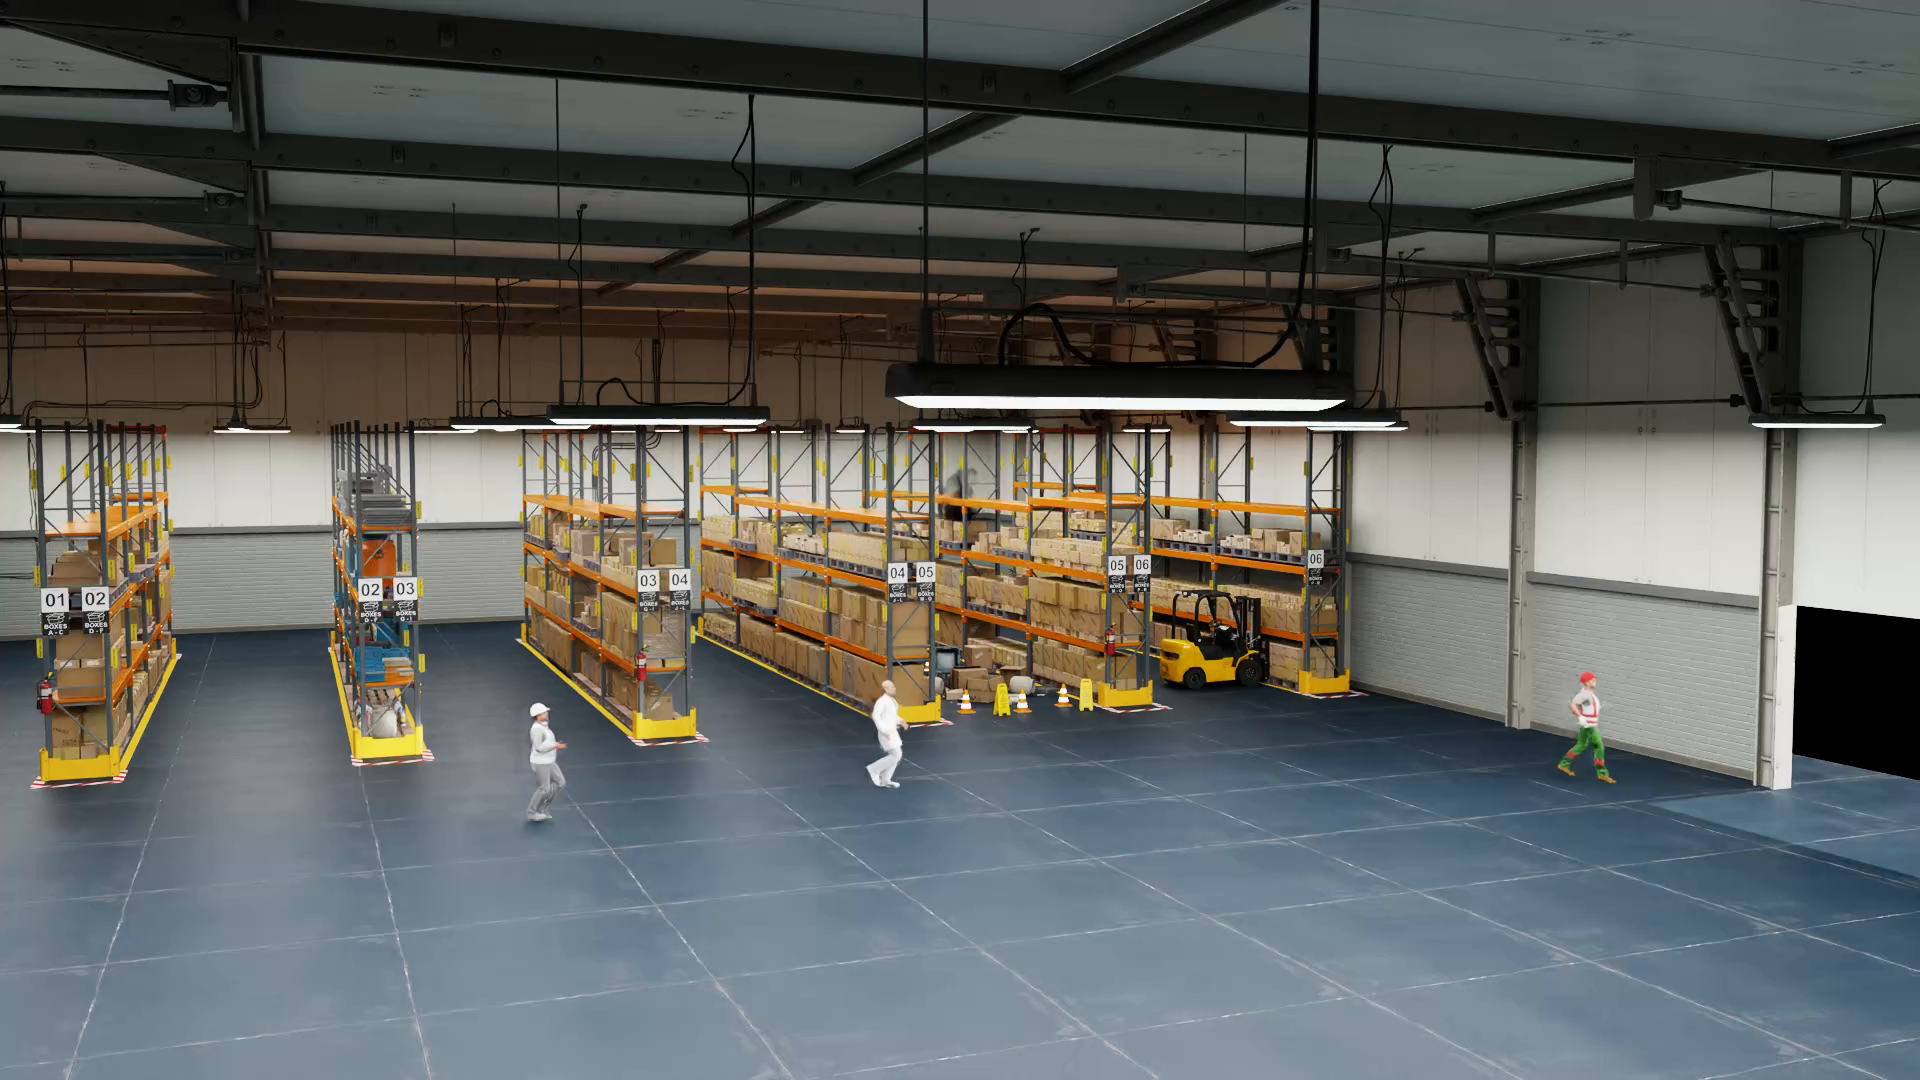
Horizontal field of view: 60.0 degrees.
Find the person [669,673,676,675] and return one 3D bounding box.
[{"bbox_3d":[-7.008,2.370,40.113,0.675,1.688,0.830,-2,4,-26],"label":"person"}]

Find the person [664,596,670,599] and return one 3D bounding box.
[{"bbox_3d":[-8.541,1.968,48.145,0.591,1.513,0.590,2,4,24],"label":"person"}]

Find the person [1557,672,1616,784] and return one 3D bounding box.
[{"bbox_3d":[10.374,3.085,27.477,0.925,1.810,0.655,1,4,21],"label":"person"}]

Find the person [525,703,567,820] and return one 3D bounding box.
[{"bbox_3d":[-6.139,3.301,24.712,0.647,1.767,0.642,0,4,-1],"label":"person"}]

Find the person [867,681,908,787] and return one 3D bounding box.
[{"bbox_3d":[-1.183,3.159,27.111,0.633,1.747,0.727,0,4,8],"label":"person"}]
